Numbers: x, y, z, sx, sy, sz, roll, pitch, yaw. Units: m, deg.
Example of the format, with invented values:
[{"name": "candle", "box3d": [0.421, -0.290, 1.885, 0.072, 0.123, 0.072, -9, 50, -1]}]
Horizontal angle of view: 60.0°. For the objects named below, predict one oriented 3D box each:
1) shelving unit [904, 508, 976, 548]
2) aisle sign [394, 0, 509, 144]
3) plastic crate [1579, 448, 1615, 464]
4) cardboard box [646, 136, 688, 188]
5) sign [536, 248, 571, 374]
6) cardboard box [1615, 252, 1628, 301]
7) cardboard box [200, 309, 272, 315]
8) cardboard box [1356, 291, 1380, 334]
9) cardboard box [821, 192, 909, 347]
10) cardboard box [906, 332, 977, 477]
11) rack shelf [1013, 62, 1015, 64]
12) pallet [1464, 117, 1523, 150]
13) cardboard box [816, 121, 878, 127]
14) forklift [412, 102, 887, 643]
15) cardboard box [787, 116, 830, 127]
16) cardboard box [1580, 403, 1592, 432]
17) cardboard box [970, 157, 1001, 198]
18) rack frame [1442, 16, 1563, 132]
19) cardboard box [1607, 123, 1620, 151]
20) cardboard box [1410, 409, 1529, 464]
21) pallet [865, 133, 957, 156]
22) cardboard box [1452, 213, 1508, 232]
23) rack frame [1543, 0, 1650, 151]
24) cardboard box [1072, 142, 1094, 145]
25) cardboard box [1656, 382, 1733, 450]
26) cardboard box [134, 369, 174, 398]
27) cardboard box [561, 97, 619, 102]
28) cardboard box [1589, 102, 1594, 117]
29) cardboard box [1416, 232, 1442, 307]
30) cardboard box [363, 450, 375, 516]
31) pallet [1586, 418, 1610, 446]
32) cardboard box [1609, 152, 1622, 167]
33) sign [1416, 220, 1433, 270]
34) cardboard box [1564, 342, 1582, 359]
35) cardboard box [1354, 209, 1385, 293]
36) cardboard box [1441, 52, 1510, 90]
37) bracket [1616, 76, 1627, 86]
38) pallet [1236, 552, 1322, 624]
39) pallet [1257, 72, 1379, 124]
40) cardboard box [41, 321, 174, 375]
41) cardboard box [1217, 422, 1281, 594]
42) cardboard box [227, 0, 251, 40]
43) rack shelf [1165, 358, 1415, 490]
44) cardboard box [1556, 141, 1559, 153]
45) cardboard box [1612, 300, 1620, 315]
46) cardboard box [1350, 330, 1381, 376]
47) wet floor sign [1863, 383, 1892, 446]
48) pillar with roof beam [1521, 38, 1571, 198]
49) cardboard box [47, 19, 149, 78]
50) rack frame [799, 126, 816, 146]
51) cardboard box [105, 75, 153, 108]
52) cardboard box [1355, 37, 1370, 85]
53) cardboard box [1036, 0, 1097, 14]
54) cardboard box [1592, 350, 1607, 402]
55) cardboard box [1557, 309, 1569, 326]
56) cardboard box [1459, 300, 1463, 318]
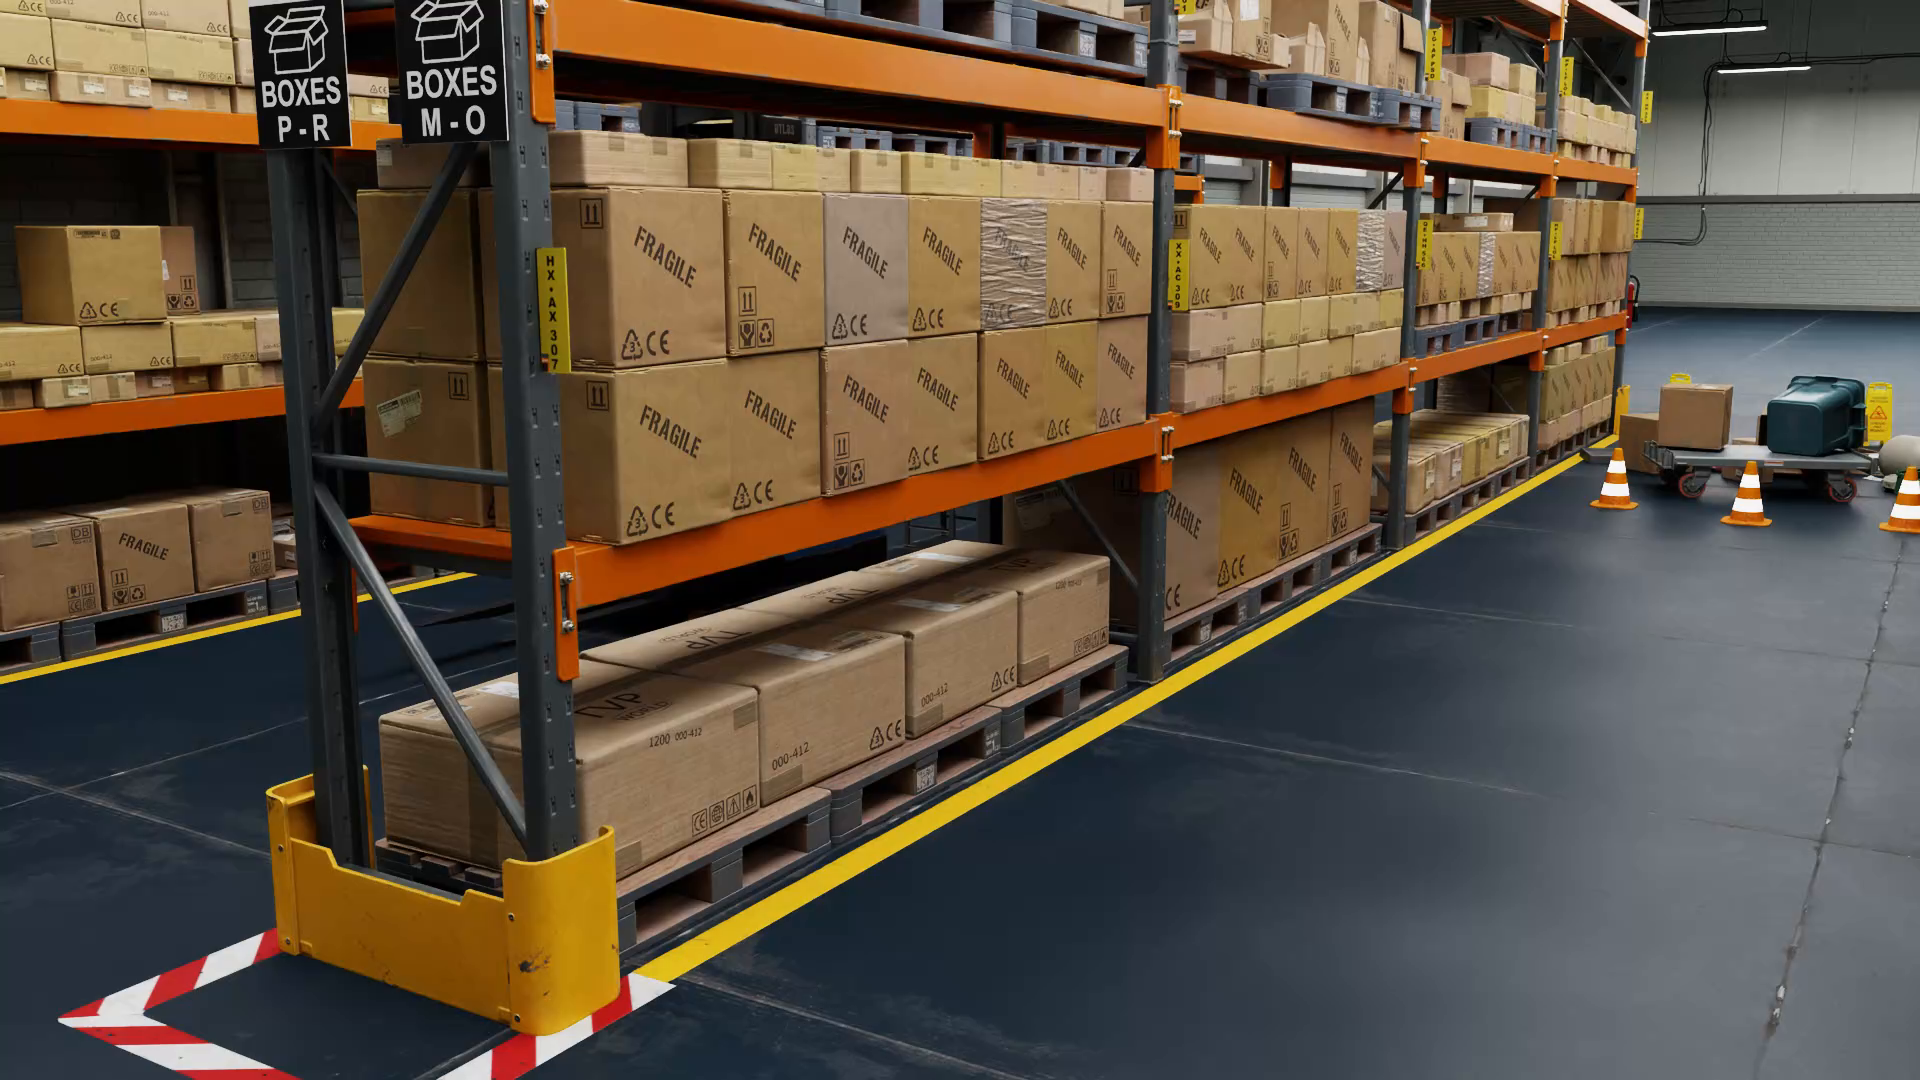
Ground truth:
[{"name": "shelving unit", "box3d": [-0.086, -1.006, 11.536, 0.431, 2.100, 0.503, 6, 12, 31]}, {"name": "aisle sign", "box3d": [-1.326, -1.430, 4.289, 0.394, 0.787, 0.004, 6, 12, 31]}, {"name": "plastic crate", "box3d": [6.209, -0.812, 15.987, 0.402, 0.080, 0.583, 2, 11, 11]}, {"name": "cardboard box", "box3d": [-1.041, -1.128, 4.989, 0.380, 0.149, 0.250, 7, 13, 32]}, {"name": "sign", "box3d": [-1.066, -0.601, 4.362, 0.100, 0.325, 0.005, 6, 12, 31]}, {"name": "cardboard box", "box3d": [6.724, -2.791, 17.545, 0.500, 0.500, 0.500, 6, 12, 30]}, {"name": "cardboard box", "box3d": [-4.447, -1.234, 9.910, 0.500, 0.250, 0.500, 6, 12, 30]}, {"name": "cardboard box", "box3d": [2.319, -1.440, 10.456, 0.500, 0.250, 0.500, 6, 12, 29]}, {"name": "cardboard box", "box3d": [-0.521, -0.943, 5.768, 0.500, 0.500, 0.500, 6, 12, 30]}, {"name": "cardboard box", "box3d": [-0.278, -0.529, 6.271, 0.500, 0.500, 0.500, 7, 13, 33]}, {"name": "rack shelf", "box3d": [1.487, -5.265, 18.579, 1.077, 0.370, 4.000, 6, 12, 31]}, {"name": "pallet", "box3d": [3.746, -3.210, 13.222, 1.213, 0.211, 1.003, 6, 12, 31]}, {"name": "cardboard box", "box3d": [-1.043, -3.792, 14.139, 0.500, 0.500, 0.500, 7, 12, 31]}, {"name": "forklift", "box3d": [-1.671, -0.998, 9.232, 1.130, 2.935, 3.031, 7, 13, 32]}, {"name": "cardboard box", "box3d": [-1.471, -3.717, 14.417, 0.500, 0.250, 0.500, 6, 12, 31]}, {"name": "cardboard box", "box3d": [6.038, -1.246, 16.703, 0.500, 0.250, 0.500, 6, 12, 29]}, {"name": "cardboard box", "box3d": [-0.066, -1.406, 6.473, 0.380, 0.149, 0.250, 6, 12, 29]}, {"name": "rack frame", "box3d": [4.693, -5.027, 14.266, 1.000, 3.000, 0.127, 6, 12, 31]}, {"name": "cardboard box", "box3d": [6.207, -3.987, 16.461, 0.500, 0.250, 0.500, 7, 13, 32]}, {"name": "cardboard box", "box3d": [4.423, -0.910, 14.579, 0.950, 0.372, 0.625, 7, 12, 31]}, {"name": "pallet", "box3d": [-0.774, -3.596, 15.285, 1.003, 0.211, 1.213, 7, 13, 33]}, {"name": "cardboard box", "box3d": [4.178, -2.550, 13.352, 0.380, 0.149, 0.250, 6, 12, 28]}, {"name": "rack frame", "box3d": [6.770, -5.656, 17.626, 1.000, 3.000, 0.127, 6, 12, 31]}, {"name": "cardboard box", "box3d": [1.089, -4.345, 17.607, 0.500, 0.311, 0.500, 7, 13, 32]}, {"name": "cardboard box", "box3d": [6.230, -1.056, 14.095, 0.500, 0.500, 0.500, 6, 12, 31]}, {"name": "cardboard box", "box3d": [-4.470, -0.855, 8.966, 0.380, 0.149, 0.250, 6, 12, 31]}, {"name": "cardboard box", "box3d": [-2.542, -3.109, 11.442, 0.380, 0.149, 0.250, 7, 13, 32]}, {"name": "cardboard box", "box3d": [5.765, -4.049, 15.712, 0.380, 0.149, 0.250, 6, 12, 30]}, {"name": "cardboard box", "box3d": [3.048, -1.900, 11.642, 0.500, 0.500, 0.500, 6, 12, 29]}, {"name": "cardboard box", "box3d": [-3.702, -0.377, 11.382, 0.500, 0.500, 0.500, 6, 12, 30]}, {"name": "pallet", "box3d": [6.279, -1.200, 17.706, 1.003, 0.211, 1.213, 6, 12, 31]}, {"name": "cardboard box", "box3d": [6.556, -3.895, 17.051, 0.380, 0.149, 0.250, 7, 13, 32]}, {"name": "sign", "box3d": [3.093, -1.966, 11.070, 0.100, 0.325, 0.005, 6, 12, 31]}, {"name": "cardboard box", "box3d": [5.749, -1.825, 15.996, 0.380, 0.149, 0.250, 7, 13, 34]}, {"name": "cardboard box", "box3d": [2.312, -1.802, 10.353, 0.500, 0.500, 0.500, 7, 12, 32]}, {"name": "cardboard box", "box3d": [3.990, -3.665, 13.051, 0.500, 0.250, 0.500, 7, 12, 32]}, {"name": "bracket", "box3d": [18.719, -12.998, 47.060, 0.235, 0.232, 0.430, 6, 12, 31]}, {"name": "pallet", "box3d": [1.509, 0.229, 10.069, 1.003, 0.211, 1.213, 6, 12, 31]}, {"name": "pallet", "box3d": [1.750, -2.548, 9.690, 1.003, 0.211, 1.213, 7, 13, 33]}, {"name": "cardboard box", "box3d": [-4.546, -1.024, 8.789, 0.500, 0.250, 0.500, 6, 12, 29]}, {"name": "cardboard box", "box3d": [1.256, -0.230, 9.579, 0.875, 0.875, 0.875, 7, 13, 32]}, {"name": "cardboard box", "box3d": [-4.017, -2.903, 9.314, 0.500, 0.250, 0.500, 6, 12, 30]}, {"name": "rack shelf", "box3d": [1.578, -0.781, 9.844, 1.077, 0.370, 4.000, 6, 12, 31]}, {"name": "cardboard box", "box3d": [5.069, -3.455, 14.703, 0.380, 0.149, 0.250, 6, 12, 30]}, {"name": "cardboard box", "box3d": [6.722, -2.454, 17.508, 0.380, 0.149, 0.250, 6, 12, 30]}, {"name": "cardboard box", "box3d": [2.324, -1.189, 10.477, 0.500, 0.250, 0.500, 7, 12, 32]}, {"name": "wet floor sign", "box3d": [9.376, -1.287, 16.988, 0.267, 0.644, 0.232, 4, 11, 21]}, {"name": "pillar with roof beam", "box3d": [17.534, -9.469, 37.996, 9.100, 9.000, 0.548, 6, 12, 31]}, {"name": "cardboard box", "box3d": [-4.546, -2.500, 8.518, 0.500, 0.250, 0.500, 6, 12, 30]}, {"name": "rack frame", "box3d": [-1.628, -1.923, 13.987, 1.000, 3.000, 0.127, 6, 12, 31]}, {"name": "cardboard box", "box3d": [-4.413, -2.315, 8.613, 0.380, 0.149, 0.250, 7, 13, 32]}, {"name": "cardboard box", "box3d": [2.201, -2.814, 9.820, 0.396, 0.266, 0.258, 6, 12, 29]}, {"name": "cardboard box", "box3d": [0.345, -2.254, 6.875, 0.380, 0.149, 0.250, 7, 13, 32]}, {"name": "cardboard box", "box3d": [6.309, -1.697, 17.077, 0.500, 0.500, 0.500, 7, 13, 33]}, {"name": "cardboard box", "box3d": [5.488, -2.099, 15.609, 0.380, 0.149, 0.250, 7, 13, 32]}, {"name": "cardboard box", "box3d": [3.633, -1.780, 12.767, 0.380, 0.149, 0.250, 7, 13, 33]}]
